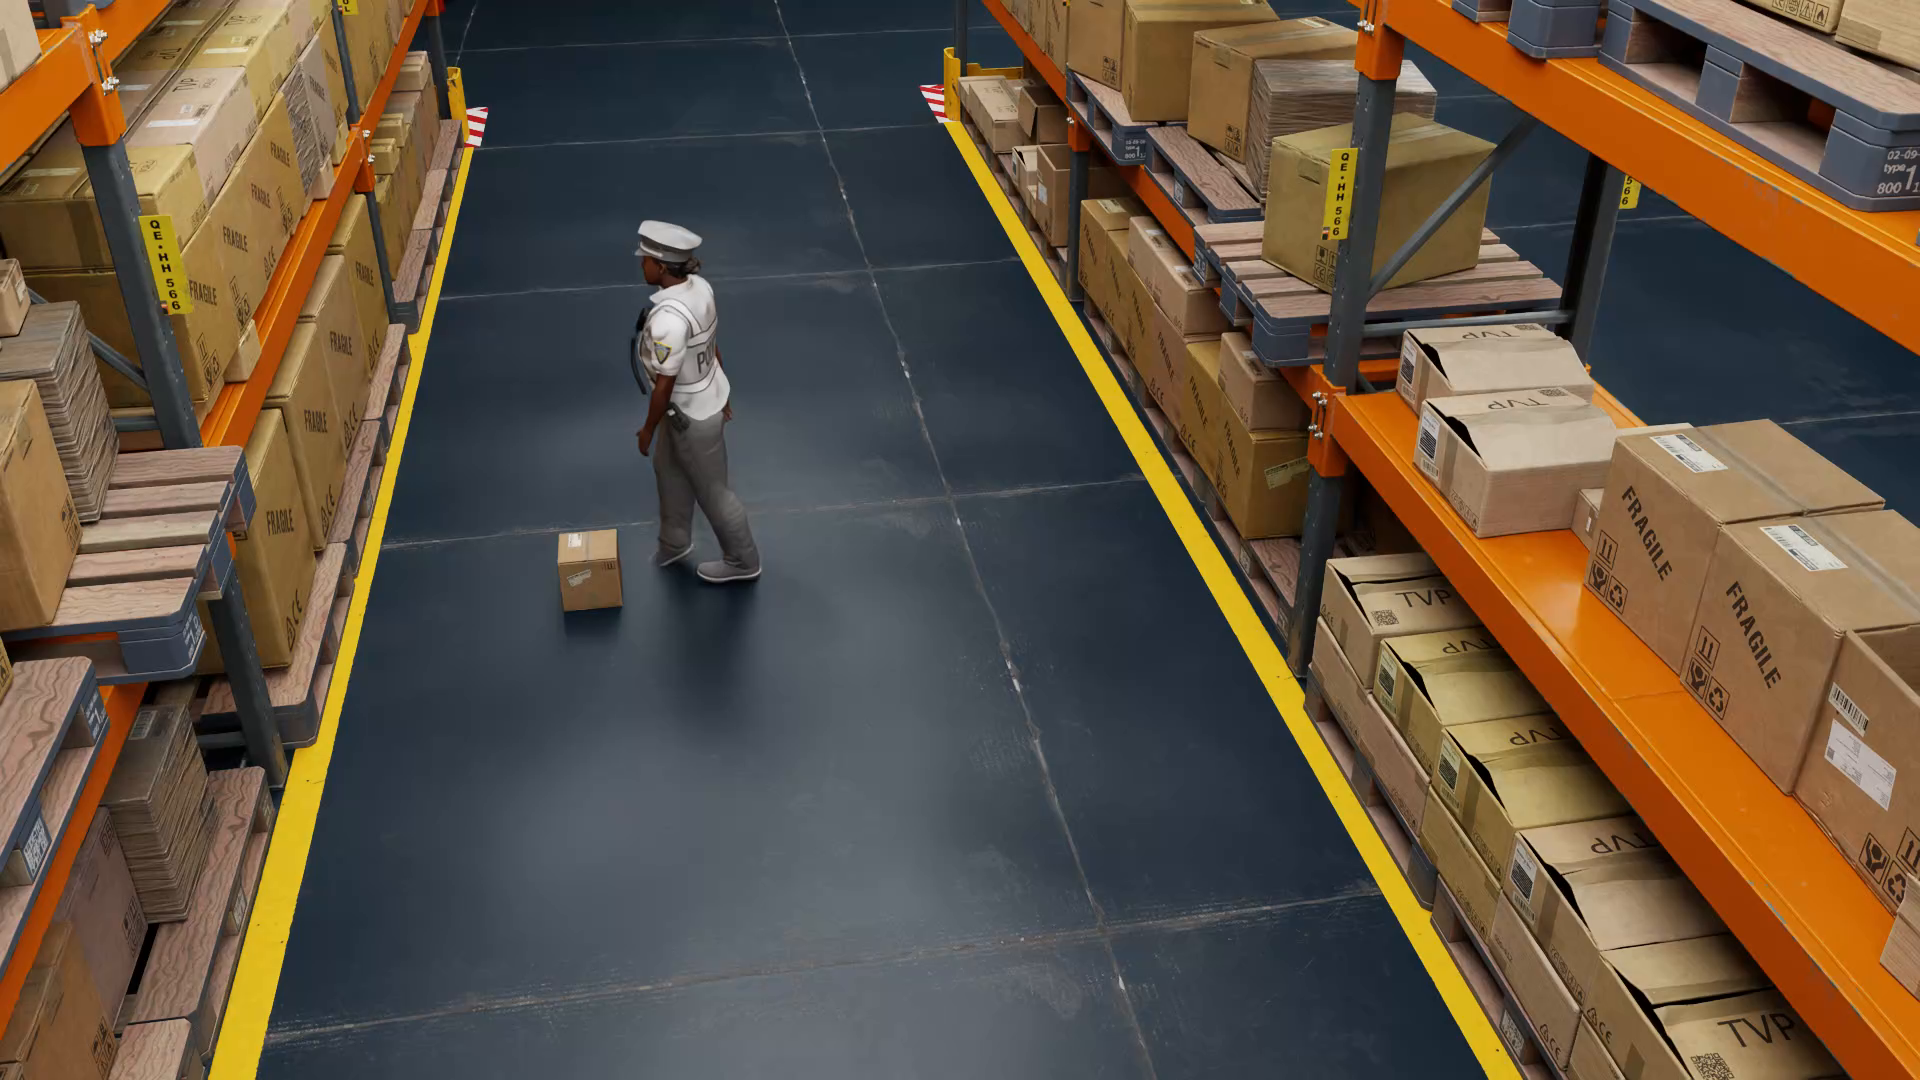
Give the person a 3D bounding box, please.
[{"bbox_3d":[-1.177,-0.510,7.016,0.577,1.742,0.495,1,31,2],"label":"person"}]
